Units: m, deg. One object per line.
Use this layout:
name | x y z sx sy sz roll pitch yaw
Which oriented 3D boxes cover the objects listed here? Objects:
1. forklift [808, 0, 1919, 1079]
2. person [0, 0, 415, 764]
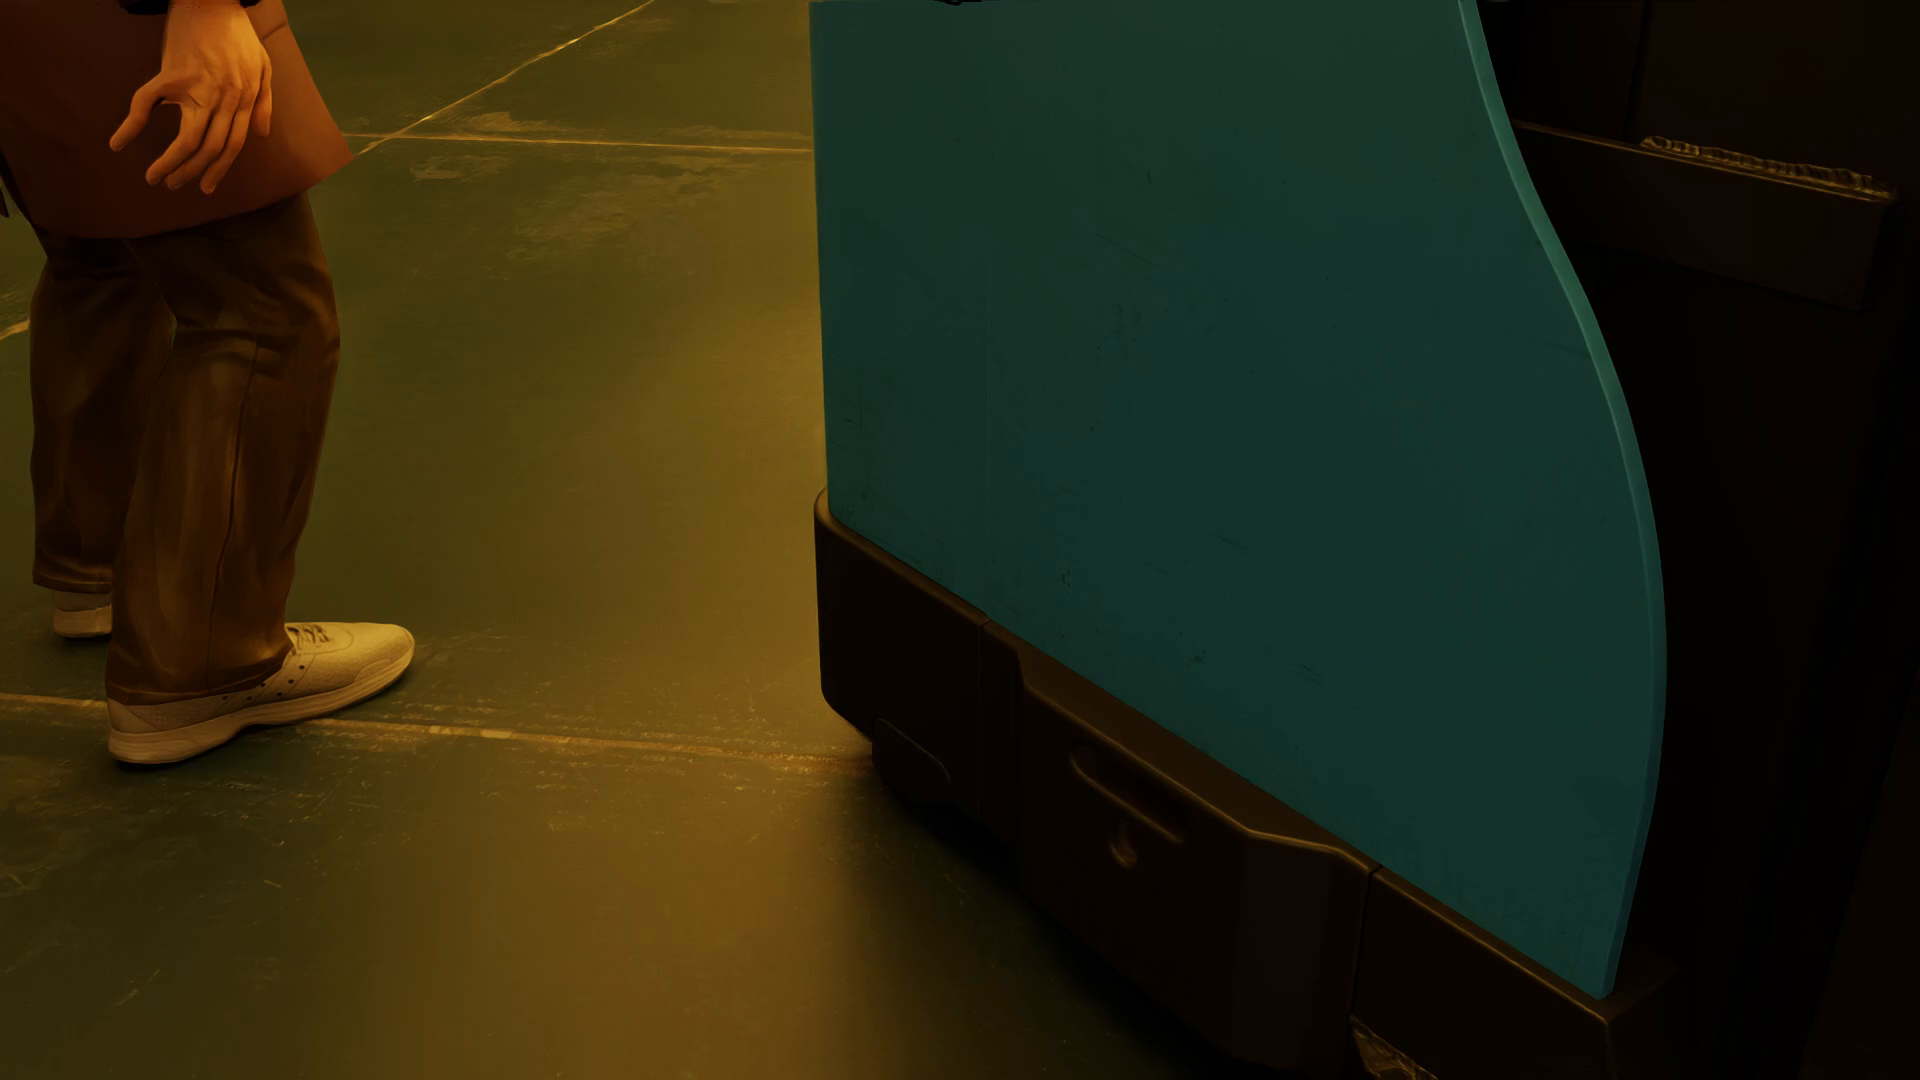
forklift | 1.126 -0.688 0.596 1.130 2.935 3.031 -19 32 -33
person | -0.943 -0.613 1.776 0.878 1.751 0.422 20 33 34
